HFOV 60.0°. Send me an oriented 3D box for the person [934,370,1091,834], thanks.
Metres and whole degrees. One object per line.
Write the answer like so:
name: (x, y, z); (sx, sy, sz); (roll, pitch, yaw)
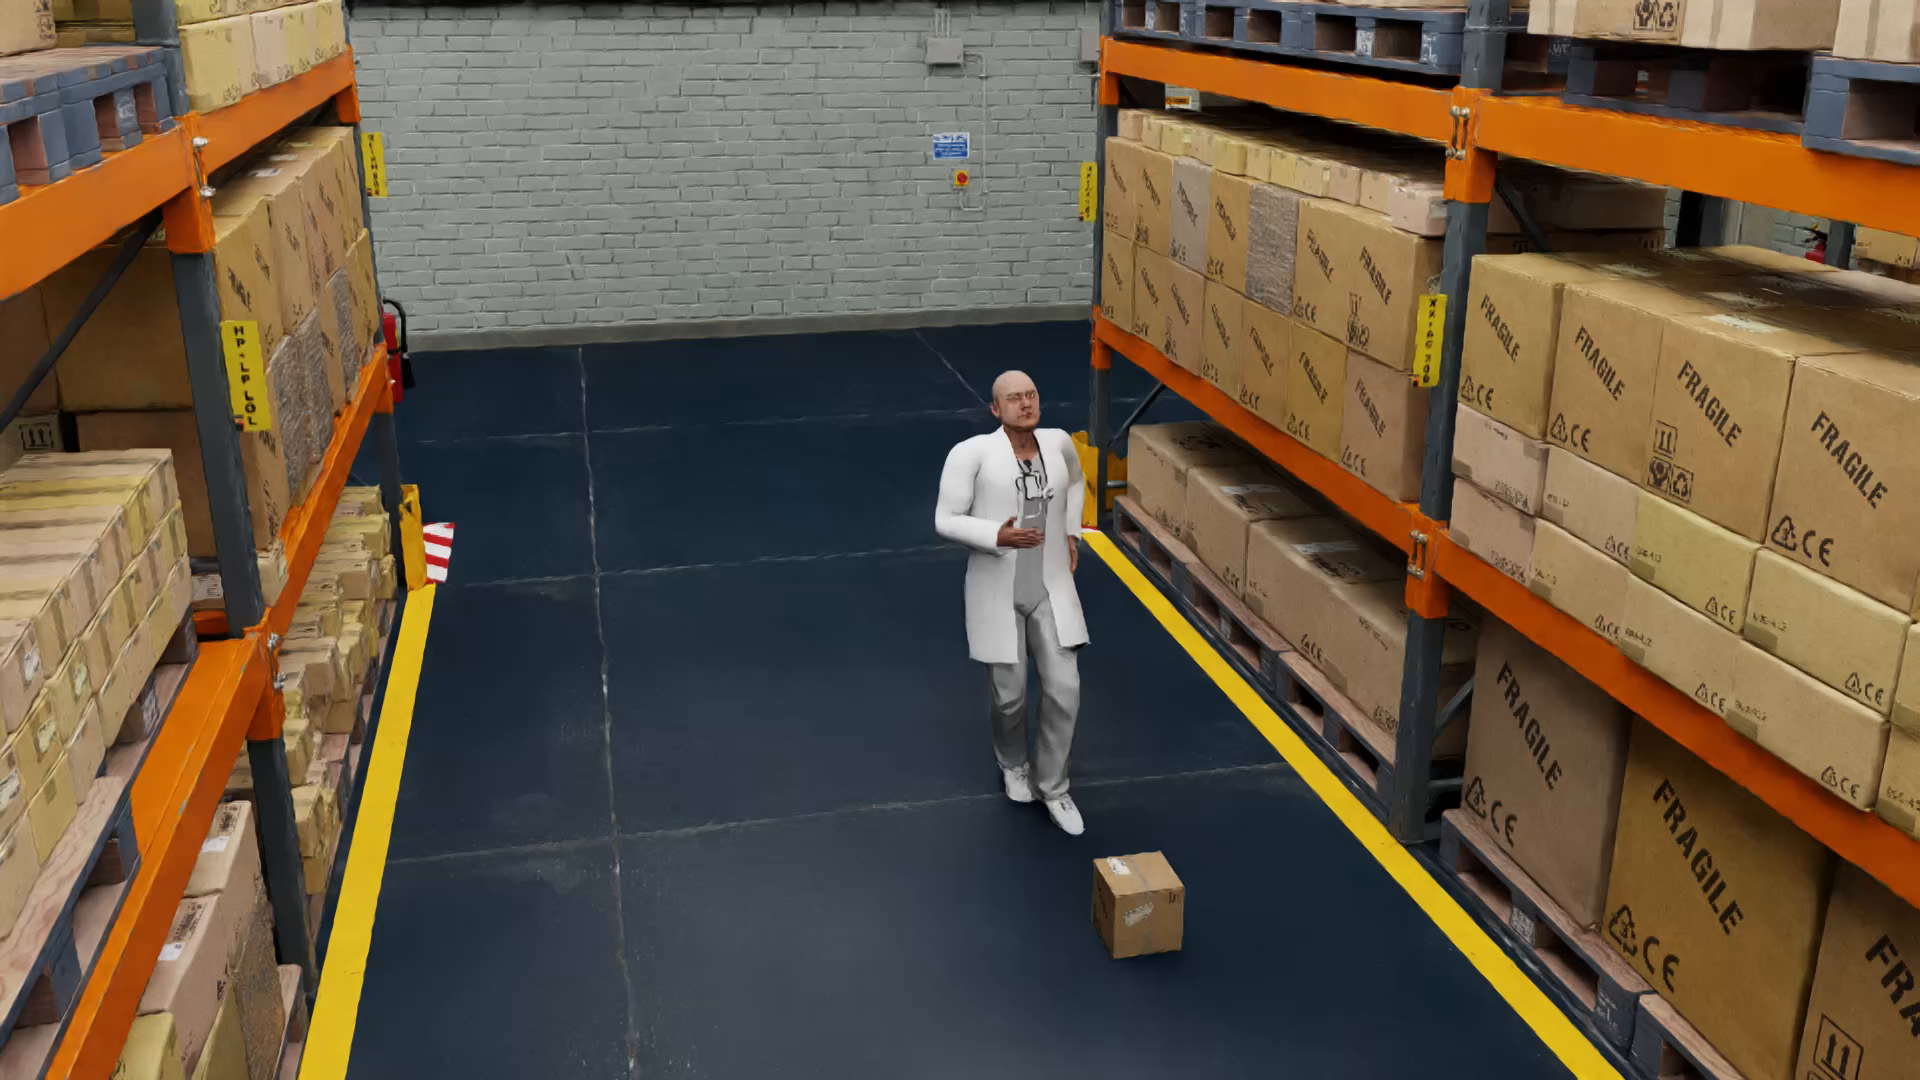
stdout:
person: (0.243, 0.230, 6.516); (0.685, 1.777, 0.733); (-4, 20, -12)
